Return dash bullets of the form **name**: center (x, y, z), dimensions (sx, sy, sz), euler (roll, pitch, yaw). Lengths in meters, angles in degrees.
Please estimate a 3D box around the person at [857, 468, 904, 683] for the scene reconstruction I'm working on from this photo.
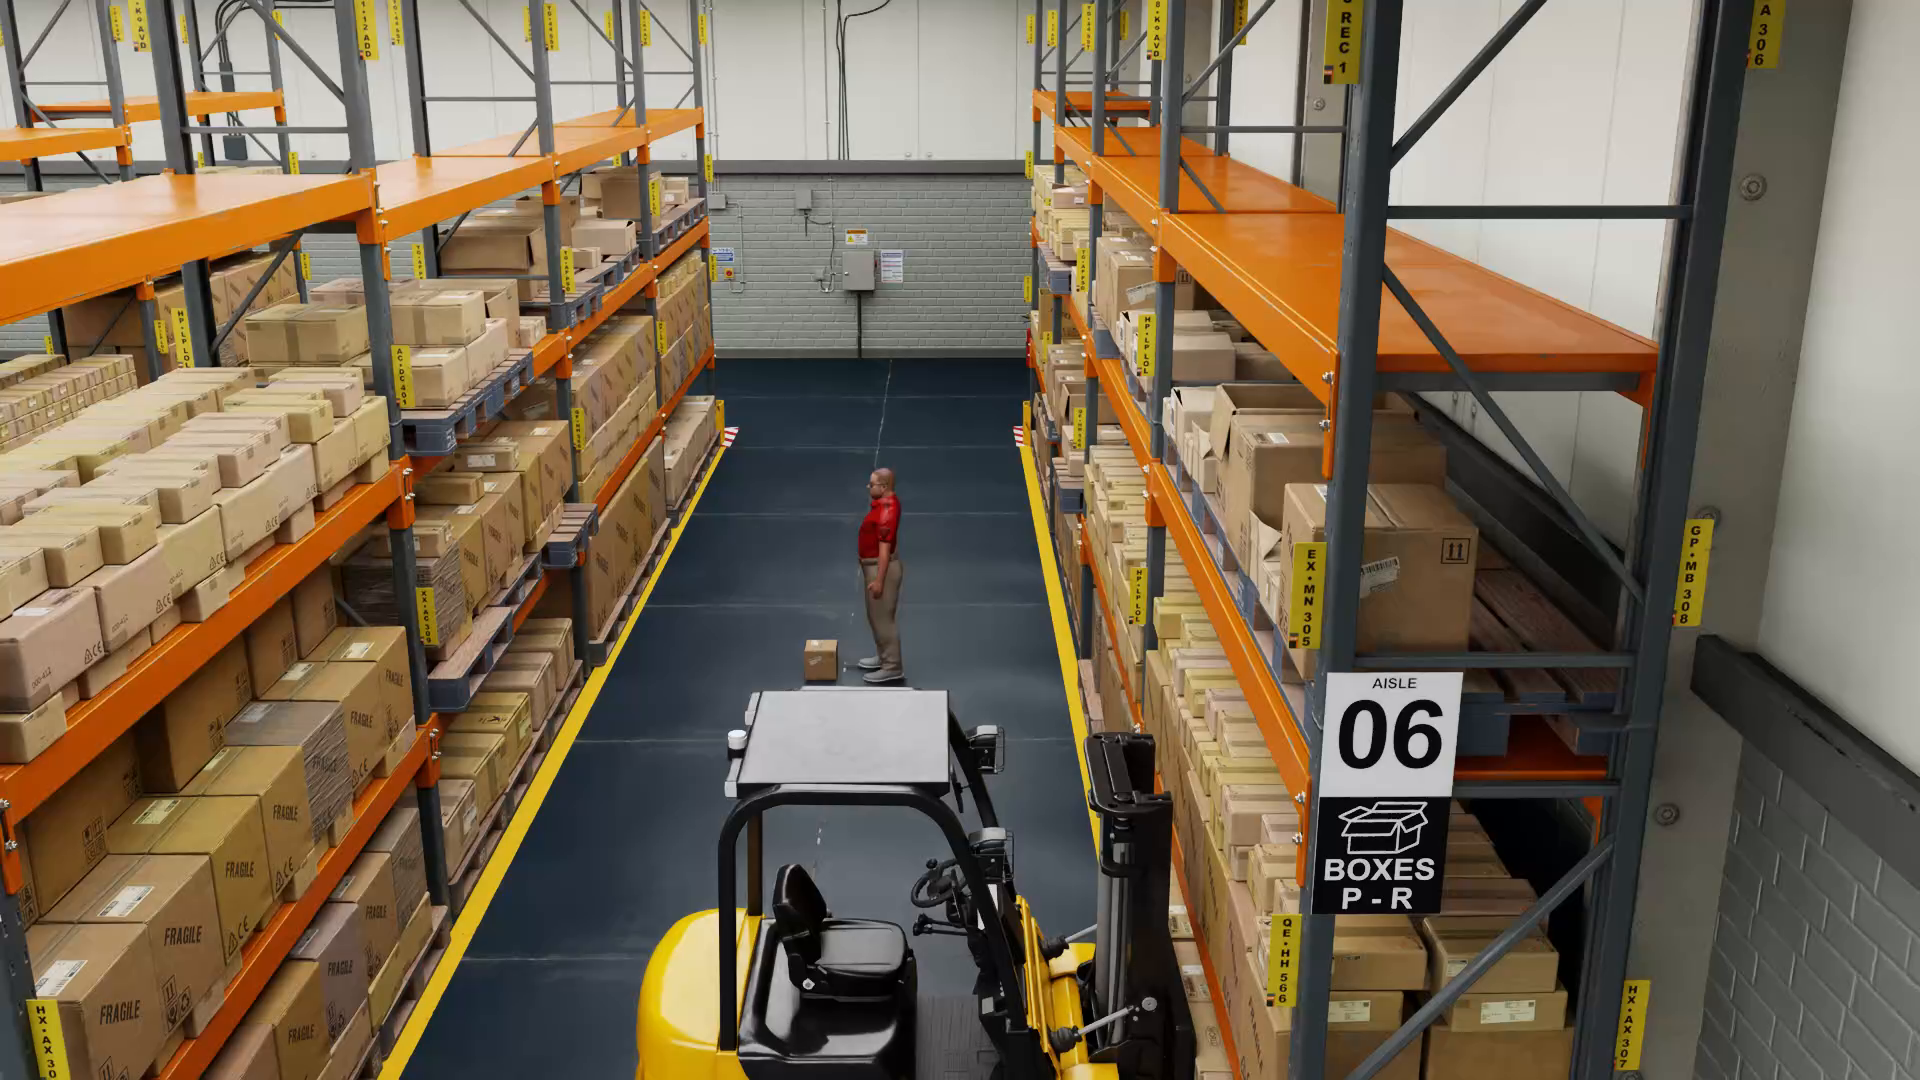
- **person**: center (-0.644, 0.266, 13.215), dimensions (0.384, 1.726, 0.530), euler (0, 17, 0)
